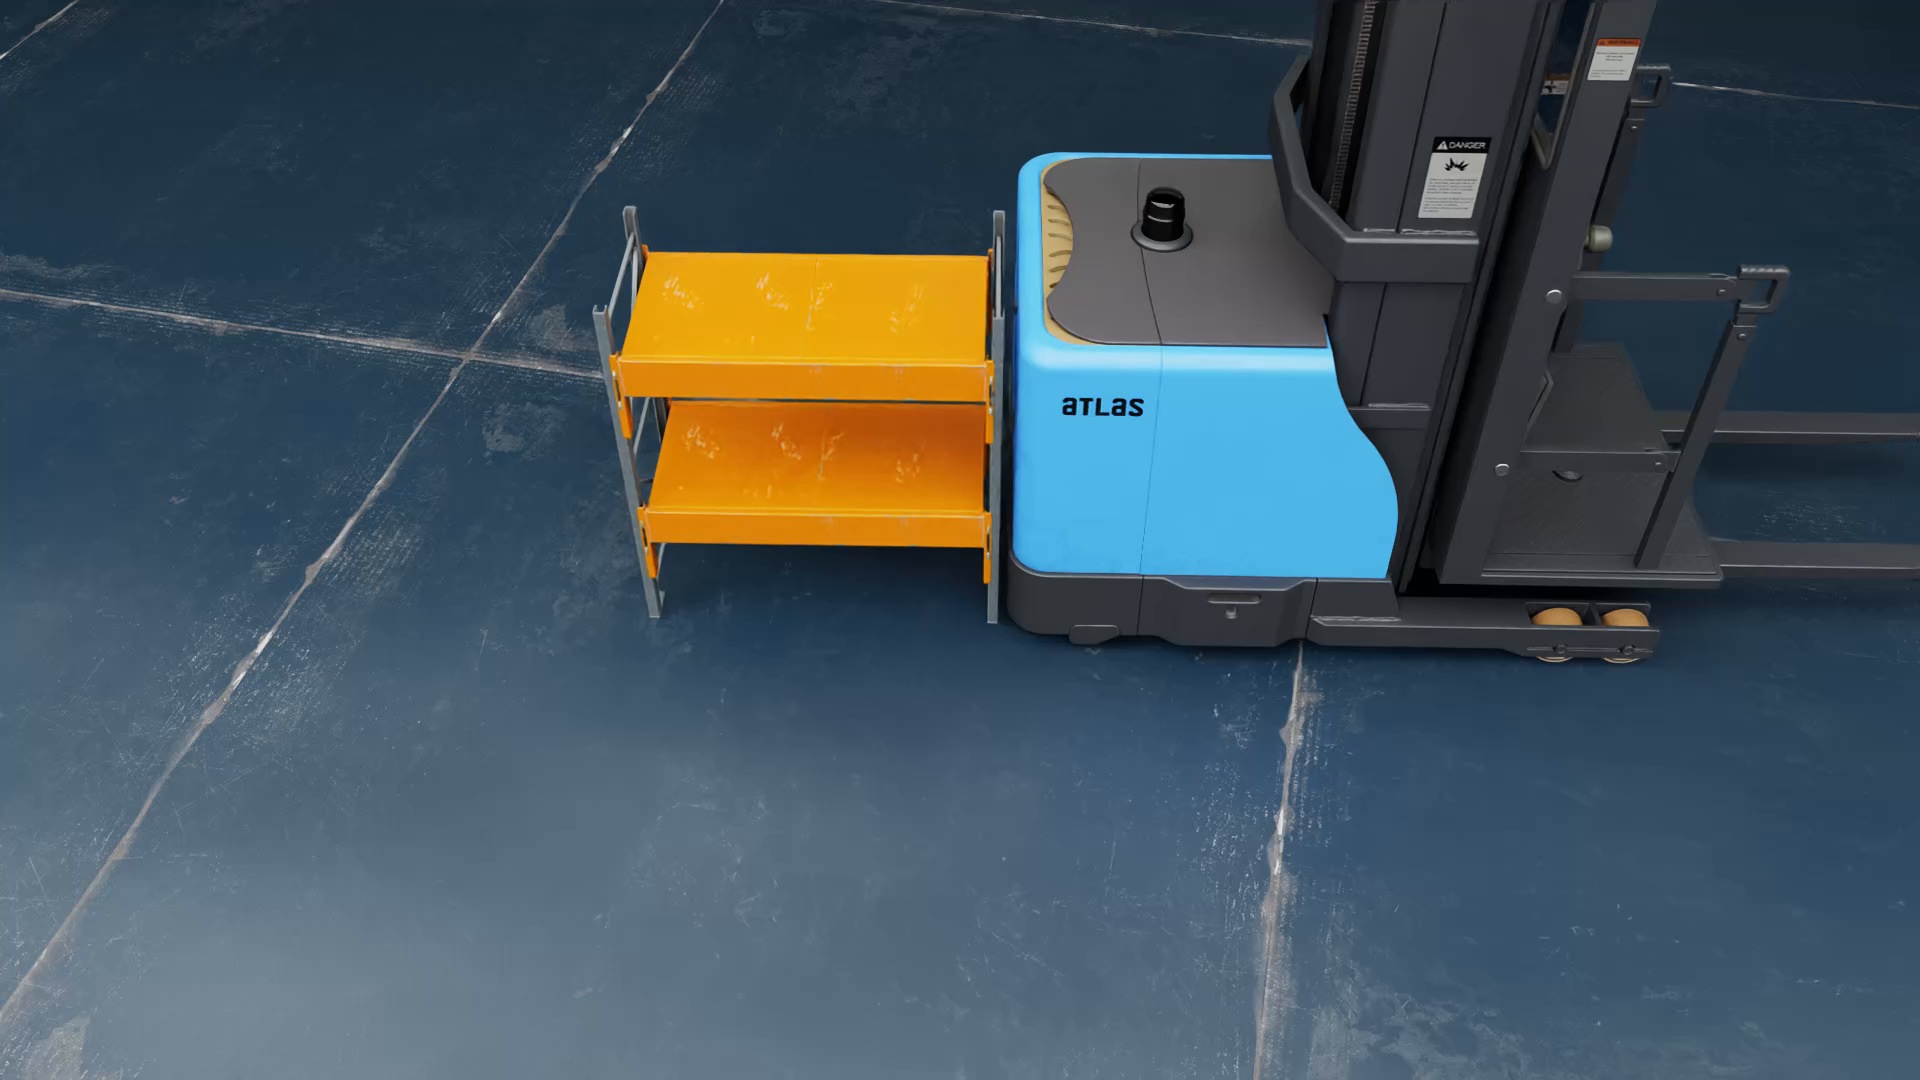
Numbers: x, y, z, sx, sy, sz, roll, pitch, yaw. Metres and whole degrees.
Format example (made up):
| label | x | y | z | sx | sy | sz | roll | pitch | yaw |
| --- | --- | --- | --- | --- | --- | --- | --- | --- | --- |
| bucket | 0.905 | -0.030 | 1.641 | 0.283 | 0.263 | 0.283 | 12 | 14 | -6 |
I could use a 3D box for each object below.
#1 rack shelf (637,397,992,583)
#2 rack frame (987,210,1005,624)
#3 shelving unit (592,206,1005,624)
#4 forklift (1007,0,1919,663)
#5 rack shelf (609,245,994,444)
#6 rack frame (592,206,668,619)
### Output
| label | x | y | z | sx | sy | sz | roll | pitch | yaw |
| --- | --- | --- | --- | --- | --- | --- | --- | --- | --- |
| rack shelf | -0.405 | -0.158 | 4.956 | 1.000 | 0.278 | 0.538 | 1 | 44 | 1 |
| rack frame | 0.103 | -0.327 | 4.778 | 0.032 | 1.125 | 0.500 | 1 | 44 | 1 |
| shelving unit | -0.405 | -0.335 | 4.787 | 1.048 | 1.125 | 0.538 | 1 | 44 | 1 |
| forklift | 1.664 | -1.071 | 4.249 | 3.031 | 2.935 | 1.130 | 1 | 44 | 1 |
| rack shelf | -0.405 | -0.546 | 4.584 | 1.000 | 0.278 | 0.538 | 1 | 44 | 1 |
| rack frame | -0.914 | -0.342 | 4.795 | 0.032 | 1.125 | 0.500 | 1 | 44 | 1 |
